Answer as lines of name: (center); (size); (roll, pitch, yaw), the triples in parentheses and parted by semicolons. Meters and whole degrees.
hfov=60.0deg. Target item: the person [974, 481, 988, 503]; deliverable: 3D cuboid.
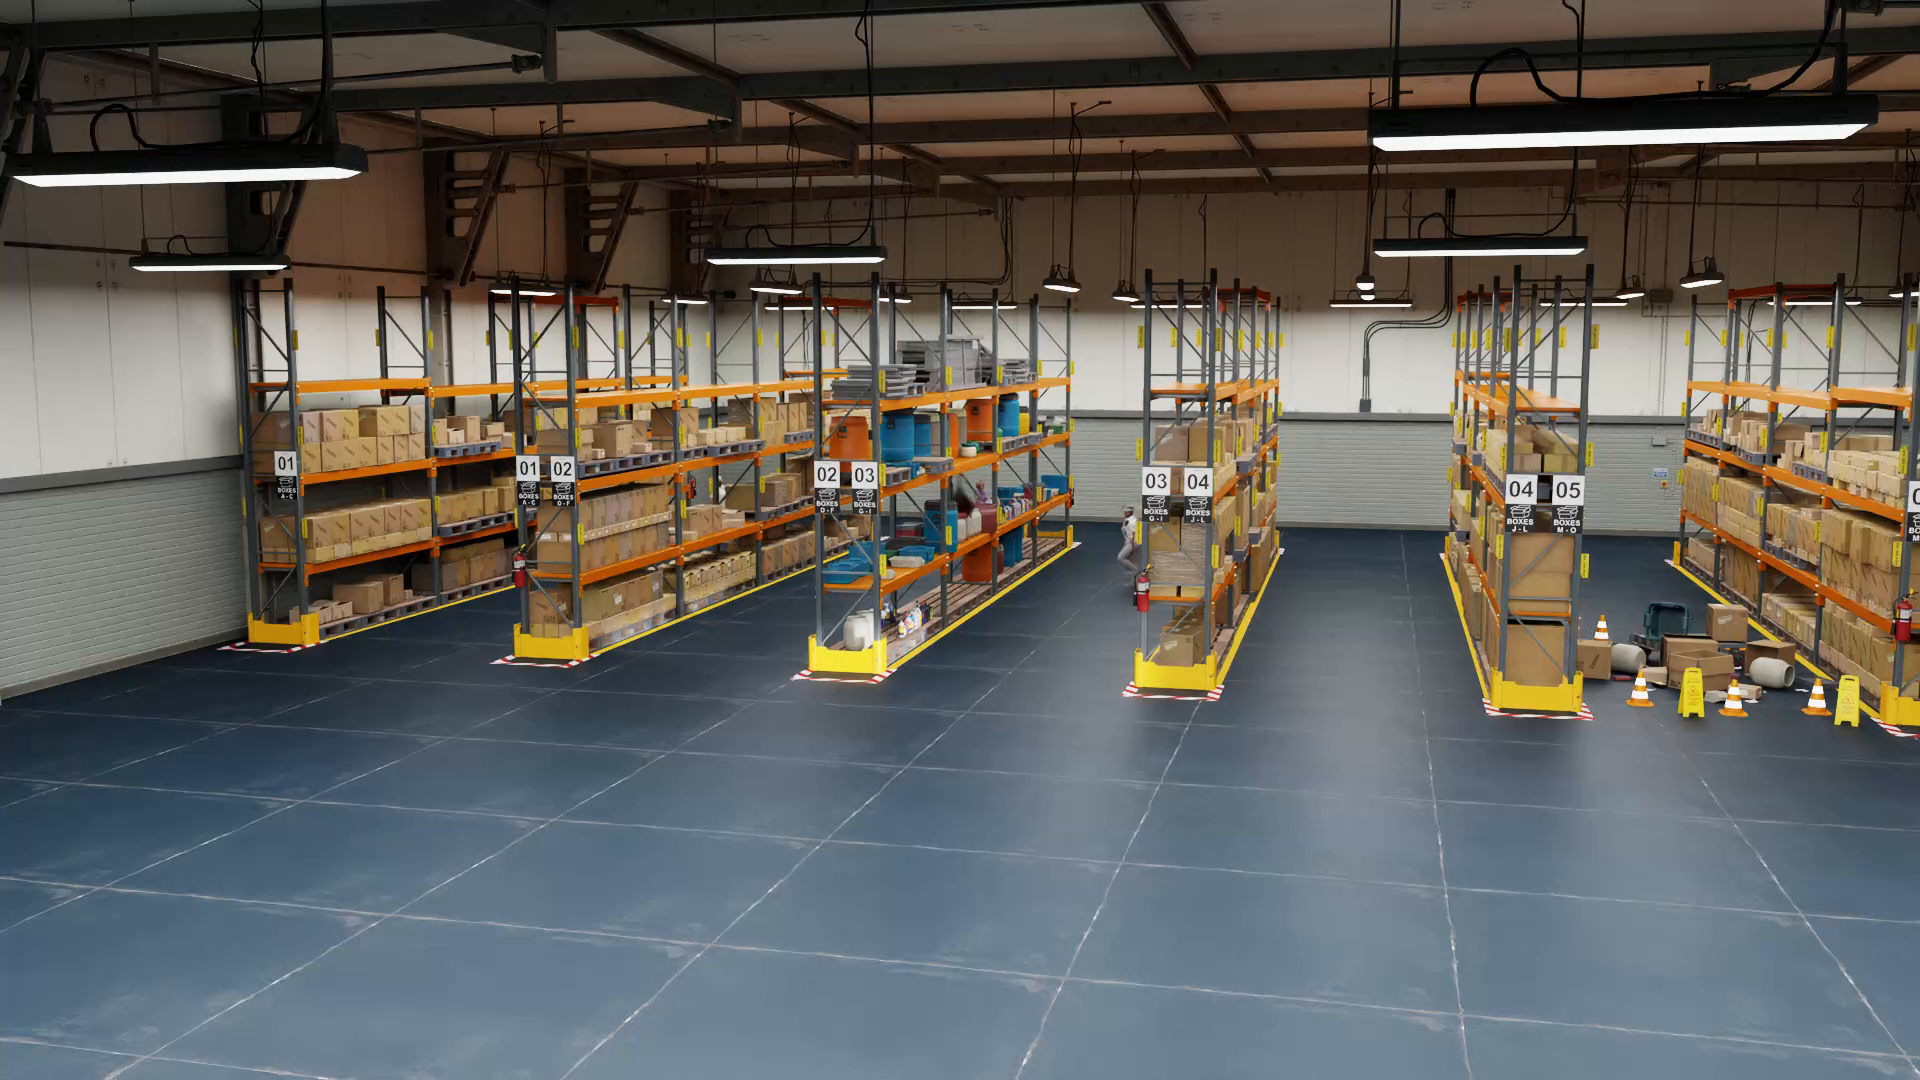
person: (0.533, -0.640, 40.471); (0.496, 1.612, 0.430); (4, 8, 29)

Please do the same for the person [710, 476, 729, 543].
person: (-5.919, -0.749, 41.268); (0.418, 1.714, 0.553); (5, 8, 33)

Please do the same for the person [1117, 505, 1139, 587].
person: (3.400, 0.127, 33.714); (0.483, 1.665, 0.486); (0, 7, -4)
